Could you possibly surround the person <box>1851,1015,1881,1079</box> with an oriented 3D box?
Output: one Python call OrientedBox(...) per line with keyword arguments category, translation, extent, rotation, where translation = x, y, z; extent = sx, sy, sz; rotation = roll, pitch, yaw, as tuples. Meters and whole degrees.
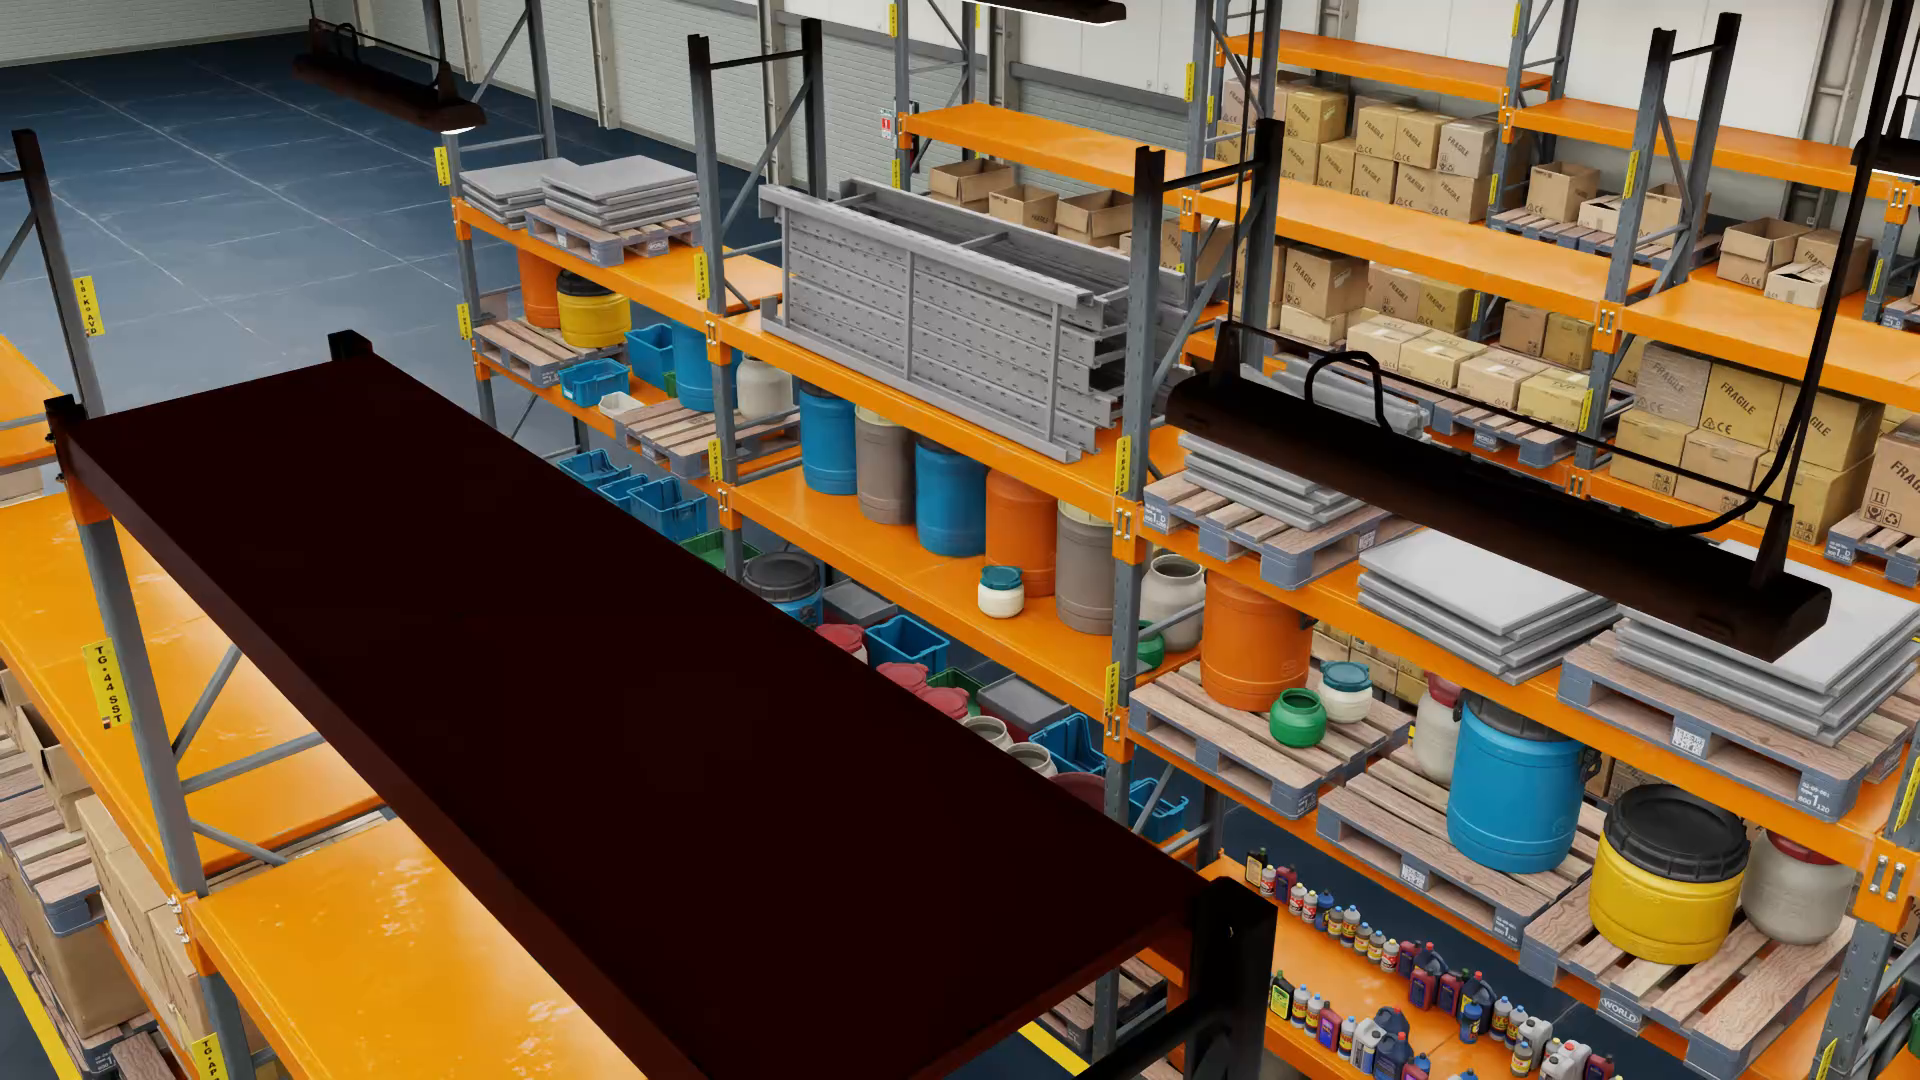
OrientedBox(category="person", translation=(5.116, 3.113, 9.699), extent=(0.434, 1.539, 0.972), rotation=(-23, 35, -37))
